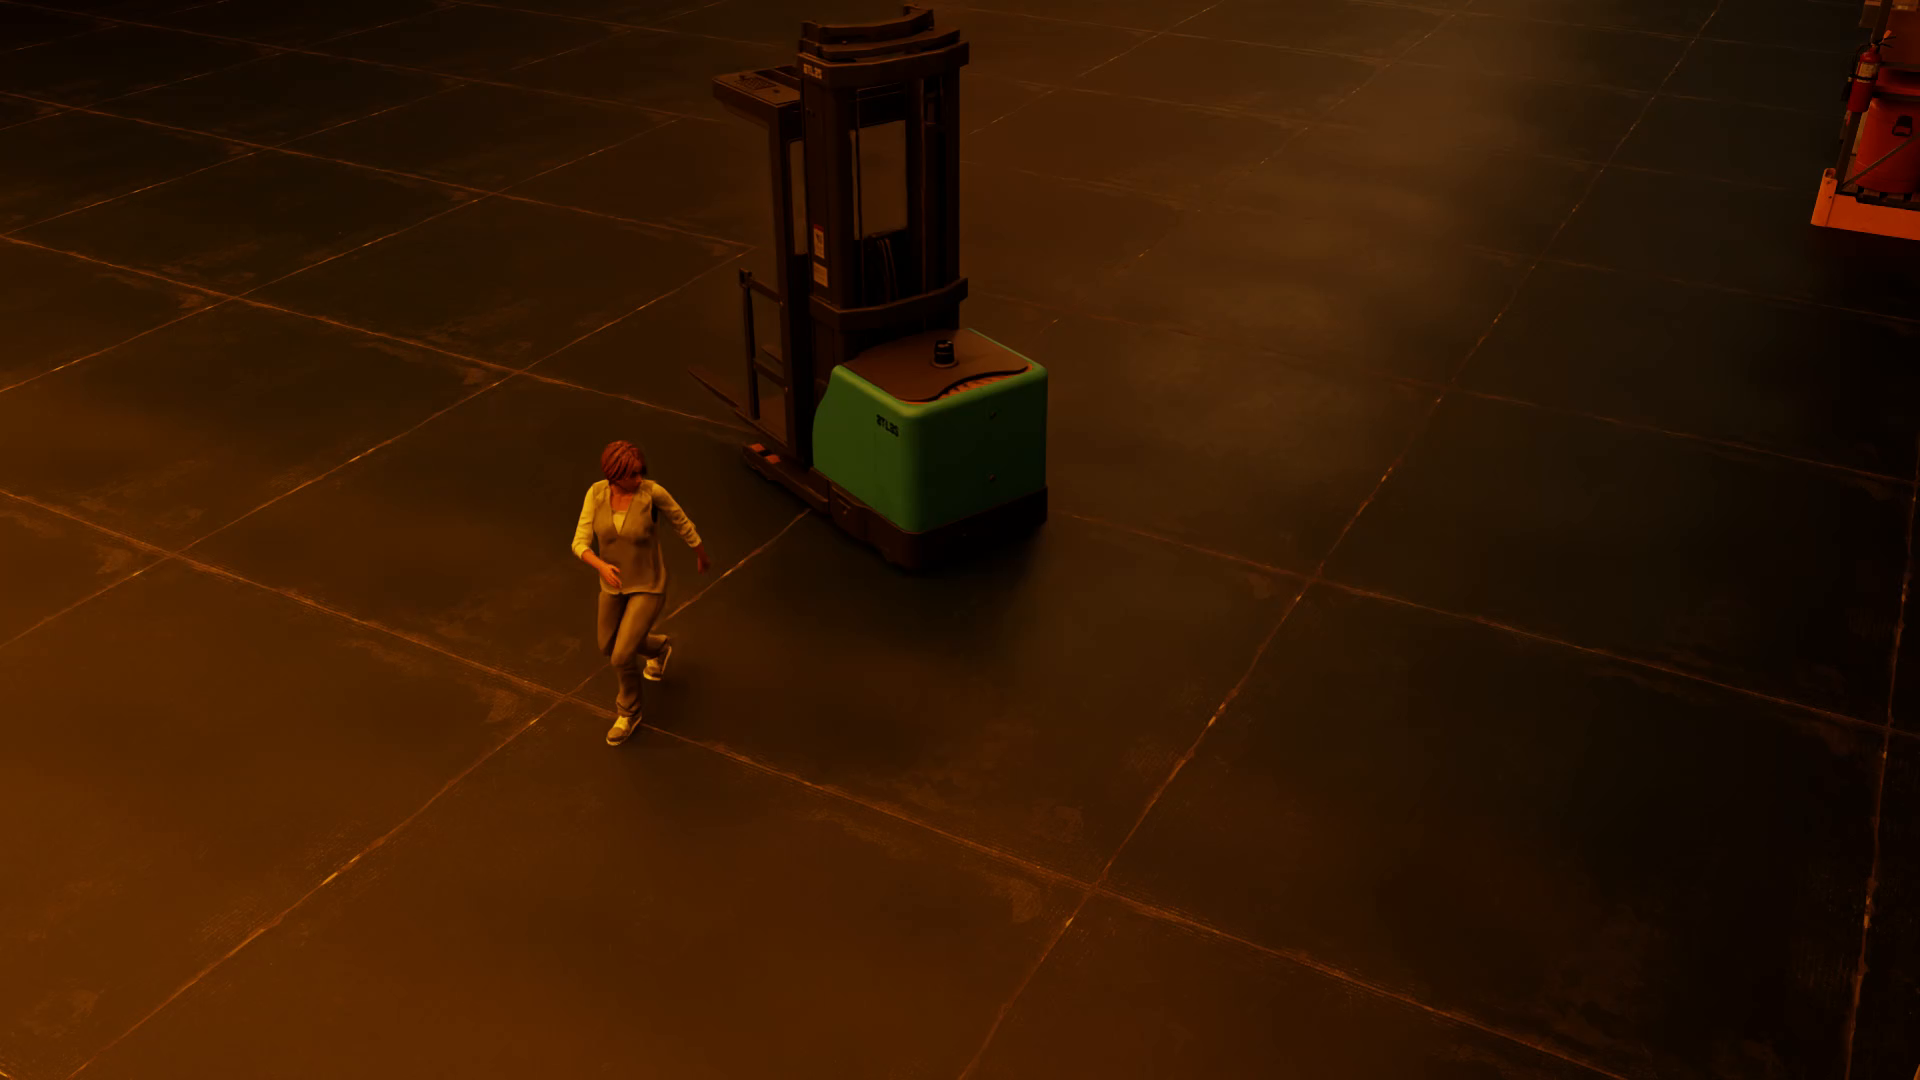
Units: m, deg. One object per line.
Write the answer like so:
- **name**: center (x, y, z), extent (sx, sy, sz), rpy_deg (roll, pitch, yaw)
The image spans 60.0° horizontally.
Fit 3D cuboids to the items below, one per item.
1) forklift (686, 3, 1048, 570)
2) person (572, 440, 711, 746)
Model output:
- **forklift**: center (-0.754, -1.779, 10.154), extent (1.130, 2.935, 3.031), rpy_deg (-20, 36, -31)
- **person**: center (-1.585, 0.209, 8.149), extent (0.465, 1.520, 0.720), rpy_deg (13, 32, 21)
